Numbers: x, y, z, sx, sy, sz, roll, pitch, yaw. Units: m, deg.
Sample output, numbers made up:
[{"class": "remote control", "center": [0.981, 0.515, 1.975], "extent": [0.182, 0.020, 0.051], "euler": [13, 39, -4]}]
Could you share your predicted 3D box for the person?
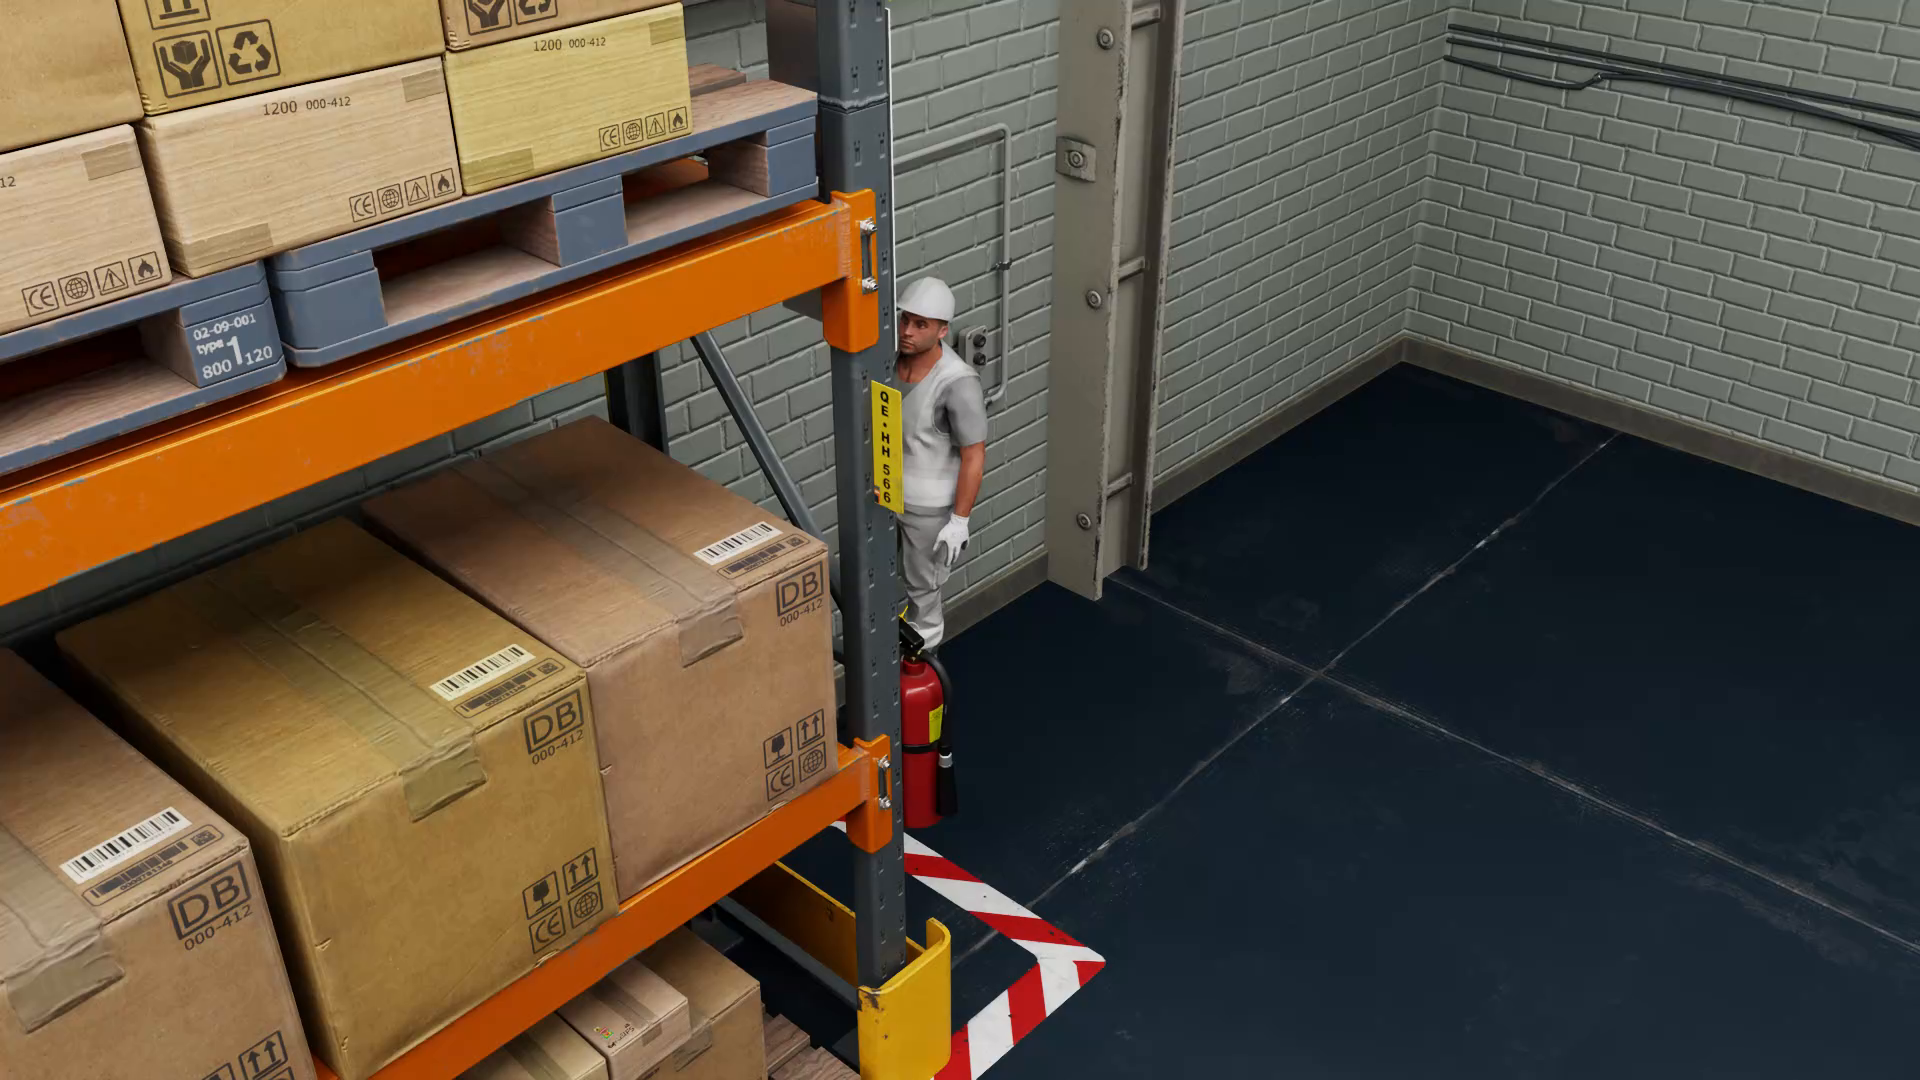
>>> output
[{"class": "person", "center": [-0.246, -0.133, 6.312], "extent": [0.637, 1.787, 0.560], "euler": [26, 39, 36]}]
